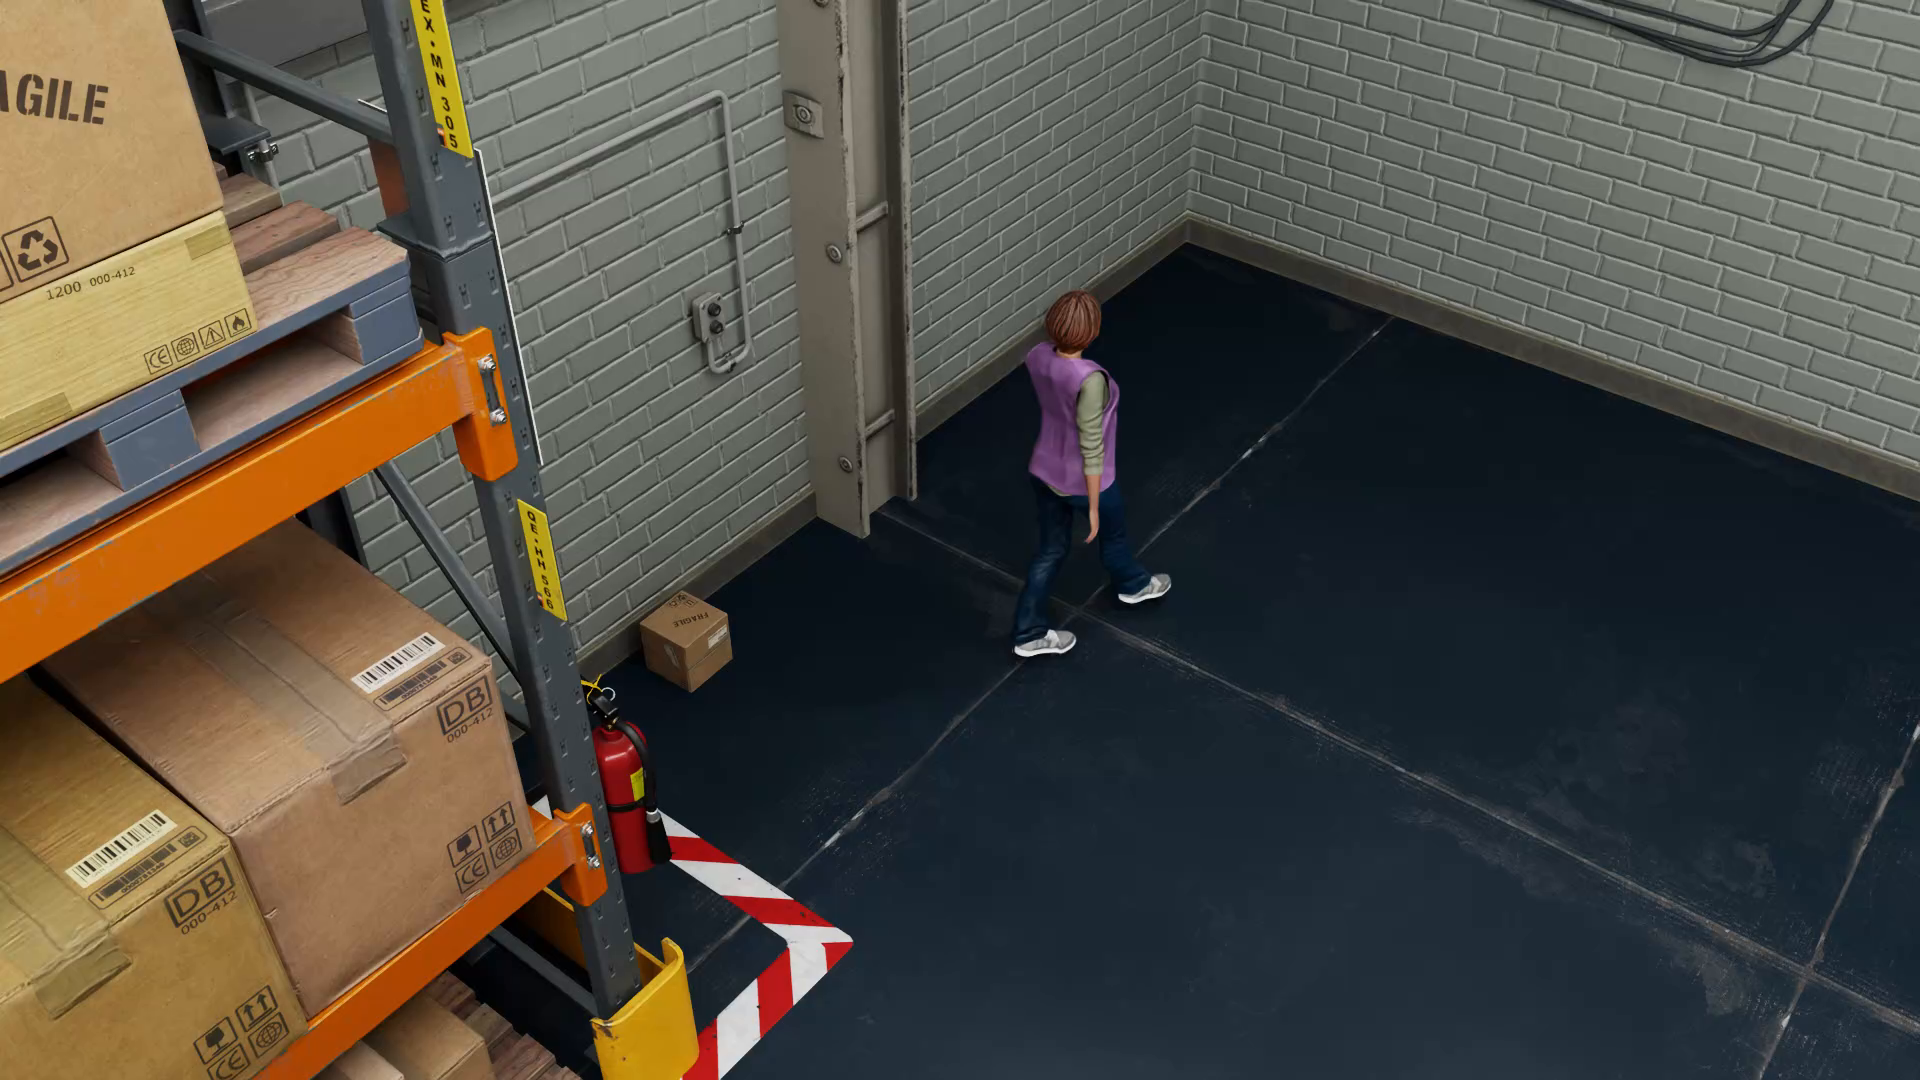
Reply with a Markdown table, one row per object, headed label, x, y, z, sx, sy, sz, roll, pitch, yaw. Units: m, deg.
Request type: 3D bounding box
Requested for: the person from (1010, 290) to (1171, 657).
| label | x | y | z | sx | sy | sz | roll | pitch | yaw |
| --- | --- | --- | --- | --- | --- | --- | --- | --- | --- |
| person | 0.521 | -0.282 | 6.489 | 0.834 | 1.554 | 0.487 | -29 | 48 | -31 |
